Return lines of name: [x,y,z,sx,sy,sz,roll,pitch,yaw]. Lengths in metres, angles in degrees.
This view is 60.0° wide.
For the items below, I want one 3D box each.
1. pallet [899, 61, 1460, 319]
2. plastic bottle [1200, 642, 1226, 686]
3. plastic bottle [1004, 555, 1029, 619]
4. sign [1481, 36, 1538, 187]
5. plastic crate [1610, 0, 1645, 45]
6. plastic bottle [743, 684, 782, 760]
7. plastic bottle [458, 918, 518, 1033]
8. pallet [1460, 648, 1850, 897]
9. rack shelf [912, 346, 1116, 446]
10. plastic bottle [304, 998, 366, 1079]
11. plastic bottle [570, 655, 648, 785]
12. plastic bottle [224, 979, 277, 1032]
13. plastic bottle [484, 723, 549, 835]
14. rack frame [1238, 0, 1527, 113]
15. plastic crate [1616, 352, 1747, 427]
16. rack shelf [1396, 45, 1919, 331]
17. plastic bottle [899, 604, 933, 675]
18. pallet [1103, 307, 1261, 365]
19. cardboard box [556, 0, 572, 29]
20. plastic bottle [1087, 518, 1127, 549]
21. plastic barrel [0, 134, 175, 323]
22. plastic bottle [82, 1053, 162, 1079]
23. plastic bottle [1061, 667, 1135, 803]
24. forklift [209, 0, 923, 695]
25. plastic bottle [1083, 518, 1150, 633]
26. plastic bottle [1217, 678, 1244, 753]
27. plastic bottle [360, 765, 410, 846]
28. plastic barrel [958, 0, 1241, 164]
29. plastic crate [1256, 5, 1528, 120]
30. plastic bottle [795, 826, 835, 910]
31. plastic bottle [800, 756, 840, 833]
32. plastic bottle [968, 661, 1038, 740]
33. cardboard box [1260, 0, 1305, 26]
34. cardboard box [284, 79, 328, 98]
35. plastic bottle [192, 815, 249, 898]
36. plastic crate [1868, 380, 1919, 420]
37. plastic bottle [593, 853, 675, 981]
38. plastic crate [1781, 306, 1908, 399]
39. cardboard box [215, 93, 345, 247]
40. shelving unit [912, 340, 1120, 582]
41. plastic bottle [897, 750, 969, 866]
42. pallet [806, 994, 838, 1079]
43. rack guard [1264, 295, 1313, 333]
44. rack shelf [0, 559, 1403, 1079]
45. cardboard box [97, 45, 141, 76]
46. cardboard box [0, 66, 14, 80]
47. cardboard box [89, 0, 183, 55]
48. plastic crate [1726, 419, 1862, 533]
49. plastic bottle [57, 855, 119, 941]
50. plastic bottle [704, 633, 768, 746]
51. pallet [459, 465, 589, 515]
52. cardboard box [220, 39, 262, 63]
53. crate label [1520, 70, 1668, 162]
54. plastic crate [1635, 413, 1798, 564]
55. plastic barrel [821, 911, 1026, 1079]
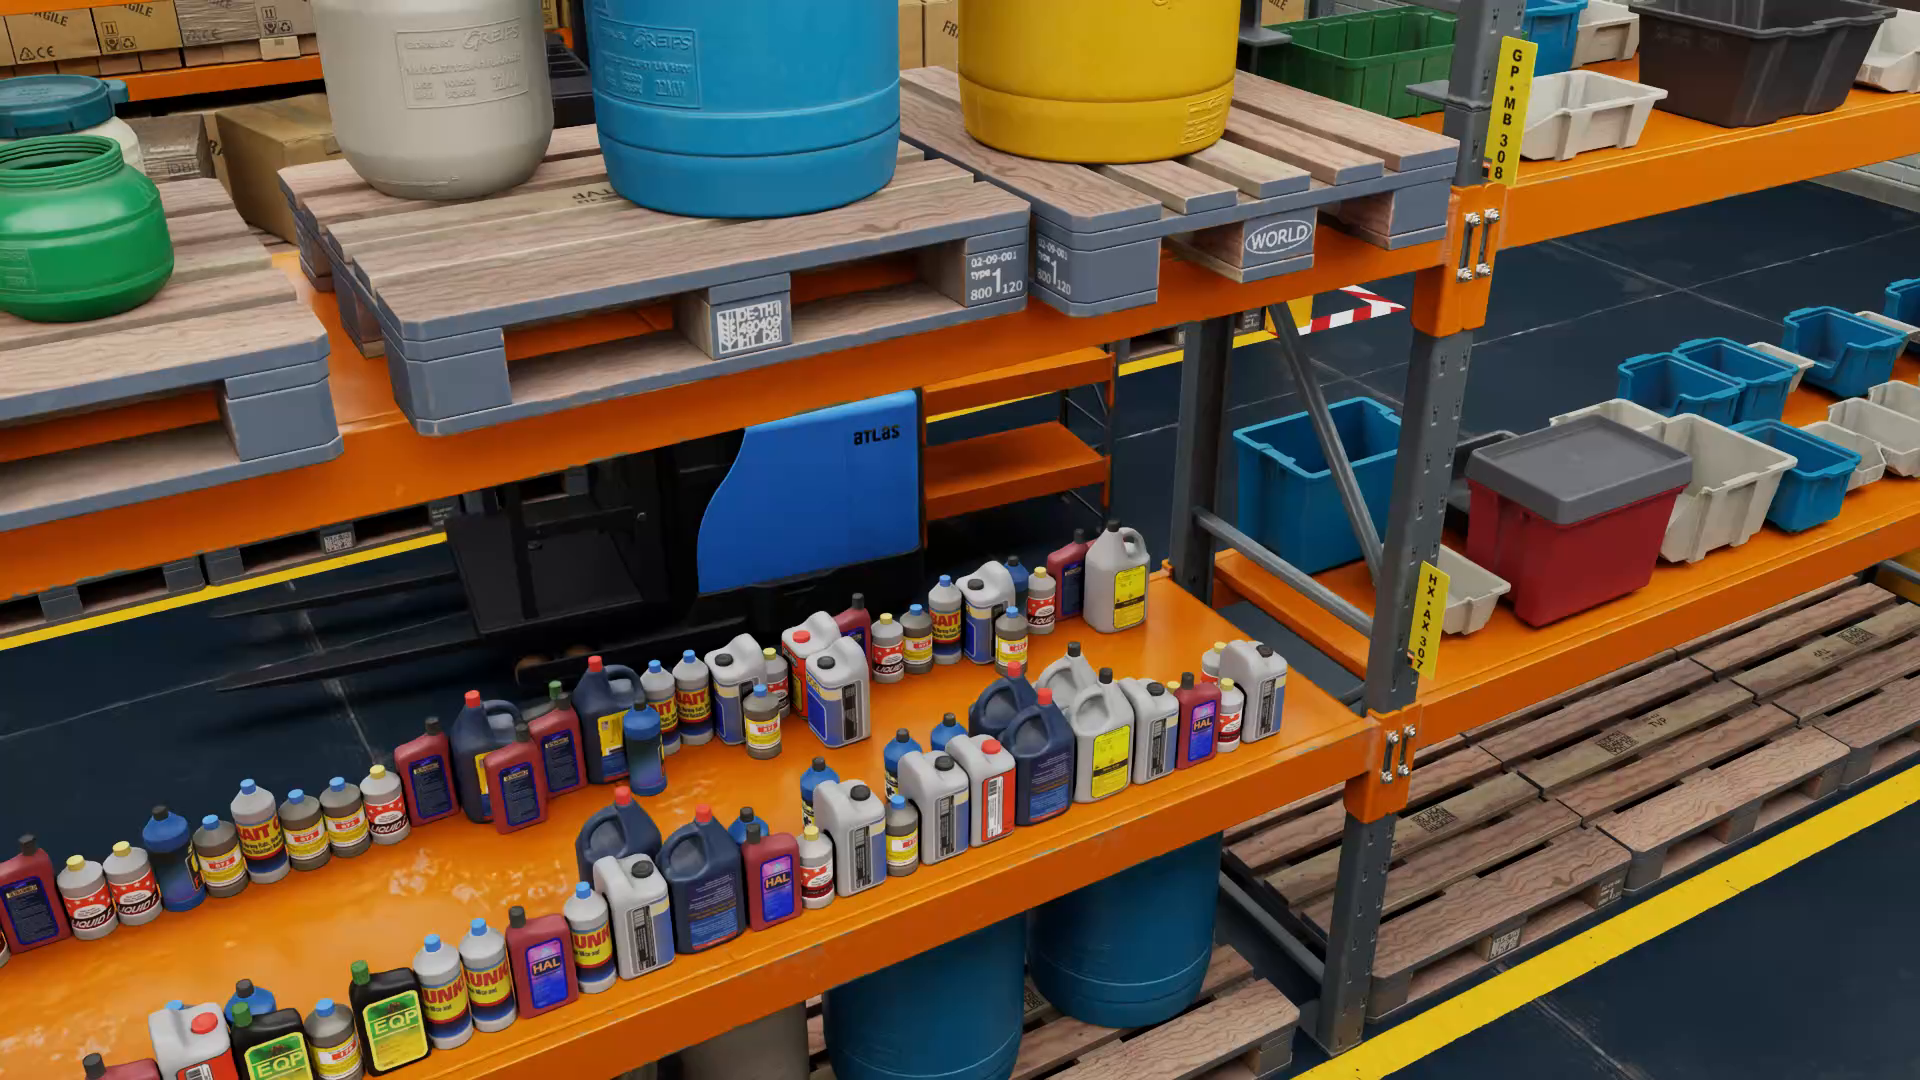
pallet: [0.352,-0.889,3.847,1.003,0.211,1.213,-16,33,-26]
plastic bottle: [0.723,0.380,4.662,0.097,0.201,0.097,0,29,0]
plastic bottle: [0.157,0.170,4.970,0.097,0.271,0.097,0,29,0]
sign: [1.255,-0.978,3.804,0.005,0.325,0.100,-16,33,-26]
plastic crate: [2.360,-1.717,5.275,0.530,0.282,0.437,-16,33,-26]
plastic bottle: [-0.533,0.482,4.478,0.097,0.201,0.097,0,29,0]
plastic bottle: [-1.023,0.930,3.593,0.097,0.271,0.097,0,29,0]
pallet: [2.646,0.834,6.521,1.213,0.211,1.003,-16,33,-26]
rack shelf: [0.169,-0.764,7.864,1.000,0.278,0.538,-13,32,-22]
plastic bottle: [-1.306,1.041,3.464,0.097,0.201,0.097,0,29,0]
plastic bottle: [-0.920,0.454,4.374,0.185,0.351,0.144,-16,33,-26]
plastic bottle: [-1.452,1.018,3.434,0.097,0.271,0.097,0,29,0]
plastic bottle: [-1.120,0.598,4.183,0.133,0.283,0.061,-16,33,-26]
rack frame: [0.978,-2.517,3.498,0.127,3.000,1.000,-16,33,-26]
plastic crate: [2.653,-0.504,6.169,0.300,0.233,0.416,-16,33,-26]
rack shelf: [2.703,-1.378,5.283,4.000,0.370,1.077,-16,33,-26]
plastic bottle: [-0.127,0.281,4.841,0.097,0.201,0.097,0,29,0]
pallet: [1.168,-1.499,10.748,1.213,0.211,1.003,-16,33,-26]
cardboard box: [-2.933,-4.451,12.901,0.700,0.700,0.980,-17,33,-28]
plastic bottle: [0.446,0.073,5.135,0.133,0.283,0.061,-16,33,-26]
plastic barrel: [-1.440,-0.504,2.681,0.294,0.245,0.294,0,29,0]
plastic bottle: [-1.627,1.107,3.260,0.133,0.283,0.061,-16,33,-26]
plastic bottle: [0.352,0.492,4.304,0.185,0.351,0.144,-16,33,-26]
forklift: [-1.739,-0.917,6.878,3.031,2.935,1.130,-12,31,-20]
plastic bottle: [0.476,0.092,5.030,0.185,0.351,0.144,-16,33,-26]
plastic bottle: [0.716,0.467,4.504,0.097,0.201,0.097,0,29,0]
plastic bottle: [-1.443,0.655,4.164,0.097,0.201,0.097,0,29,0]
plastic barrel: [0.294,-1.162,3.517,0.600,0.588,0.600,0,29,0]
plastic crate: [1.190,-1.341,4.690,0.662,0.188,0.450,-16,33,-26]
plastic bottle: [-0.350,0.770,3.956,0.097,0.201,0.097,0,29,0]
plastic bottle: [-0.343,0.652,4.097,0.097,0.271,0.097,0,29,0]
plastic bottle: [0.119,0.478,4.331,0.185,0.351,0.144,-16,33,-26]
cardboard box: [1.676,-3.192,9.791,0.500,0.500,0.500,-16,33,-27]
cardboard box: [-4.535,-3.047,12.457,0.750,0.750,0.750,-15,32,-26]
plastic bottle: [-1.778,0.750,3.992,0.097,0.201,0.097,0,29,0]
plastic crate: [3.558,-0.441,6.155,0.243,0.136,0.396,-16,33,-26]
plastic bottle: [-0.738,0.832,3.766,0.135,0.276,0.152,-16,33,-26]
plastic crate: [3.480,-0.738,6.594,0.300,0.233,0.416,-16,33,-26]
cardboard box: [-3.020,-1.724,7.732,0.700,0.500,0.500,26,38,38]
shelving unit: [0.169,-0.507,8.005,1.048,1.125,0.538,-13,32,-22]
plastic bottle: [-0.064,0.641,4.113,0.135,0.276,0.152,-16,33,-26]
pallet: [-0.761,1.802,4.765,1.213,0.211,1.003,-16,33,-26]
rack guard: [1.855,-1.821,11.032,0.348,0.500,1.175,-16,33,-26]
rack shelf: [-0.746,0.914,4.234,4.000,0.370,1.077,-16,33,-26]
cardboard box: [-5.771,-3.301,11.367,0.250,0.149,0.380,-16,33,-26]
cardboard box: [-6.440,-3.122,11.042,0.250,0.149,0.380,-16,33,-27]
cardboard box: [-5.611,-3.610,11.254,0.500,0.500,0.500,-15,32,-25]
plastic crate: [2.786,-0.213,5.643,0.300,0.233,0.416,-16,33,-26]
plastic bottle: [-2.030,0.822,3.862,0.097,0.201,0.097,0,29,0]
plastic bottle: [-0.612,0.402,4.546,0.135,0.276,0.152,-16,33,-26]
pallet: [-2.210,-0.519,8.972,1.213,0.211,1.003,-16,33,-26]
cardboard box: [-5.083,-3.478,11.687,0.250,0.149,0.380,-16,33,-26]
crate label: [1.547,-1.088,4.285,0.466,0.136,0.293,-16,33,-26]
plastic crate: [2.388,-0.162,5.500,0.530,0.282,0.437,-16,33,-26]
plastic barrel: [-0.110,1.144,4.810,0.708,0.901,0.600,-16,33,-26]
